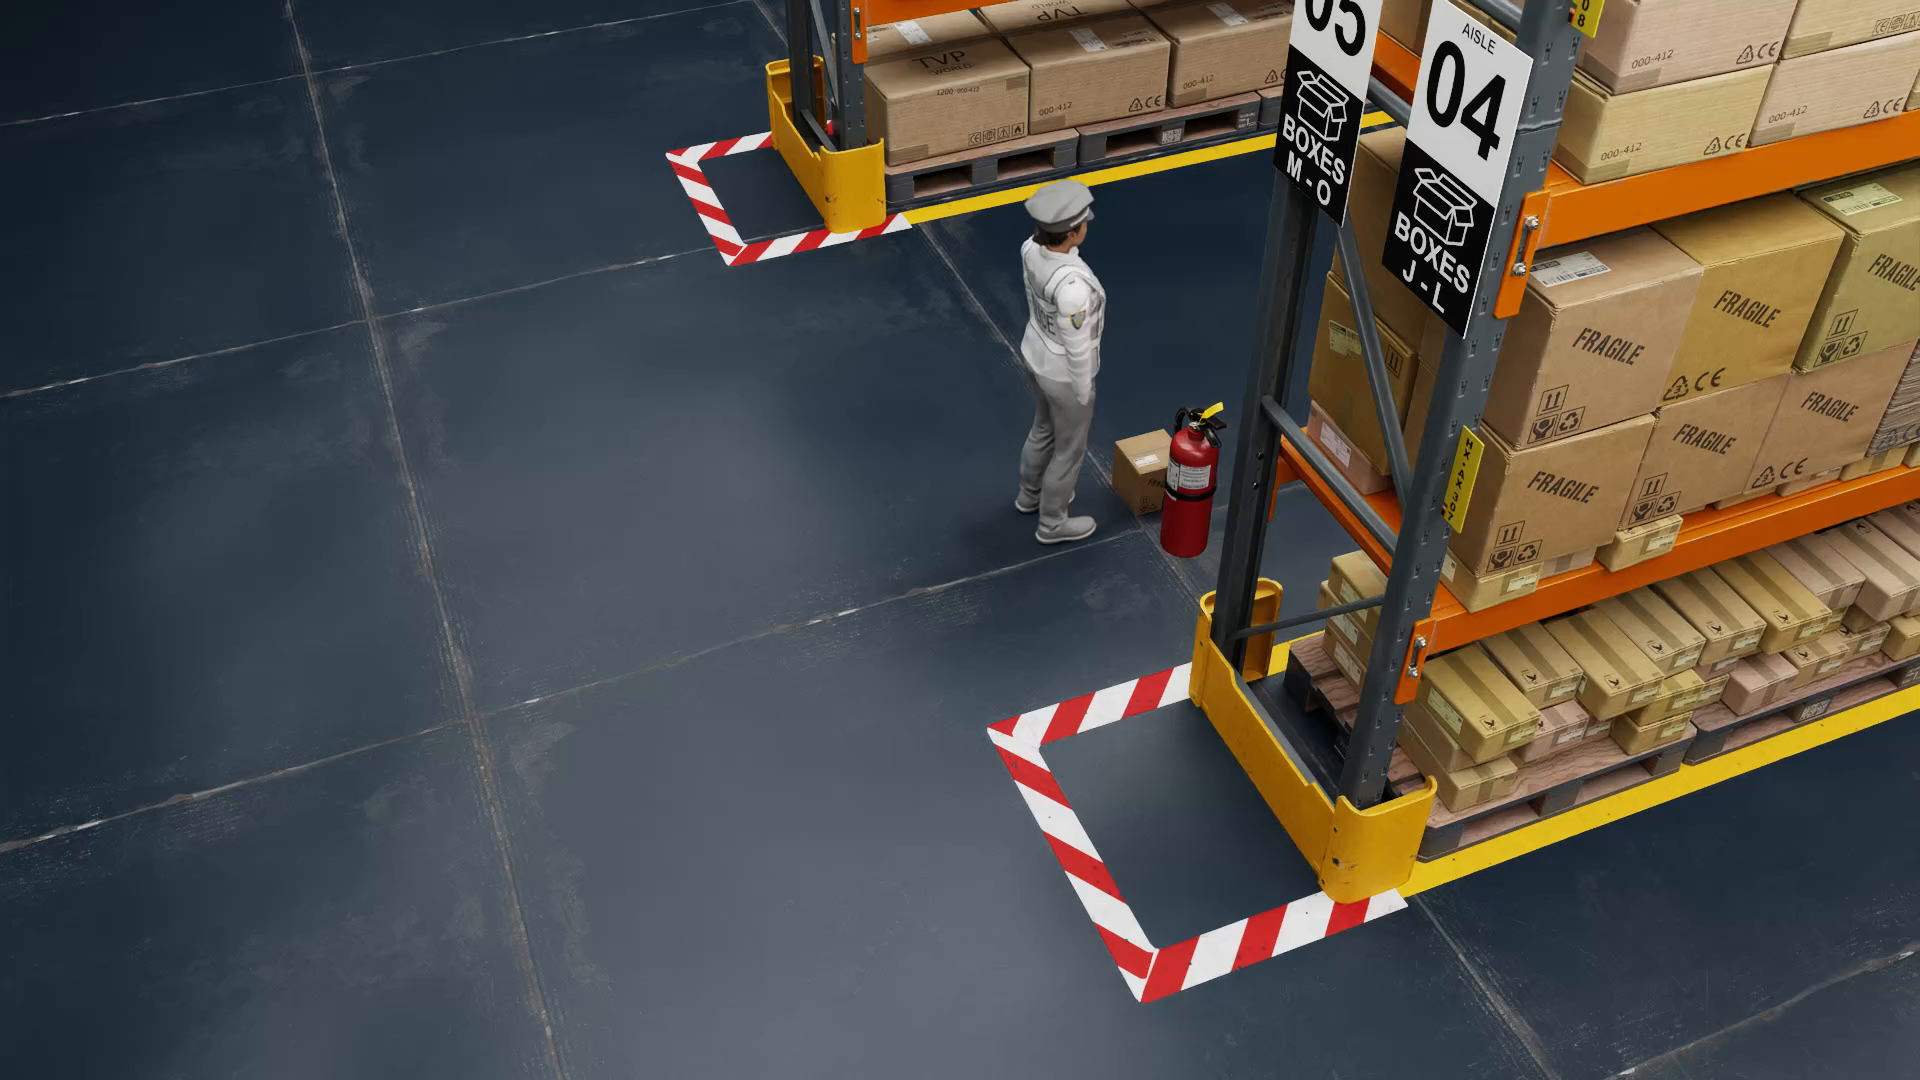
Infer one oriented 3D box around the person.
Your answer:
[{"bbox_3d":[0.425,-0.730,6.964,0.336,1.676,0.467,-14,44,-15],"label":"person"}]
